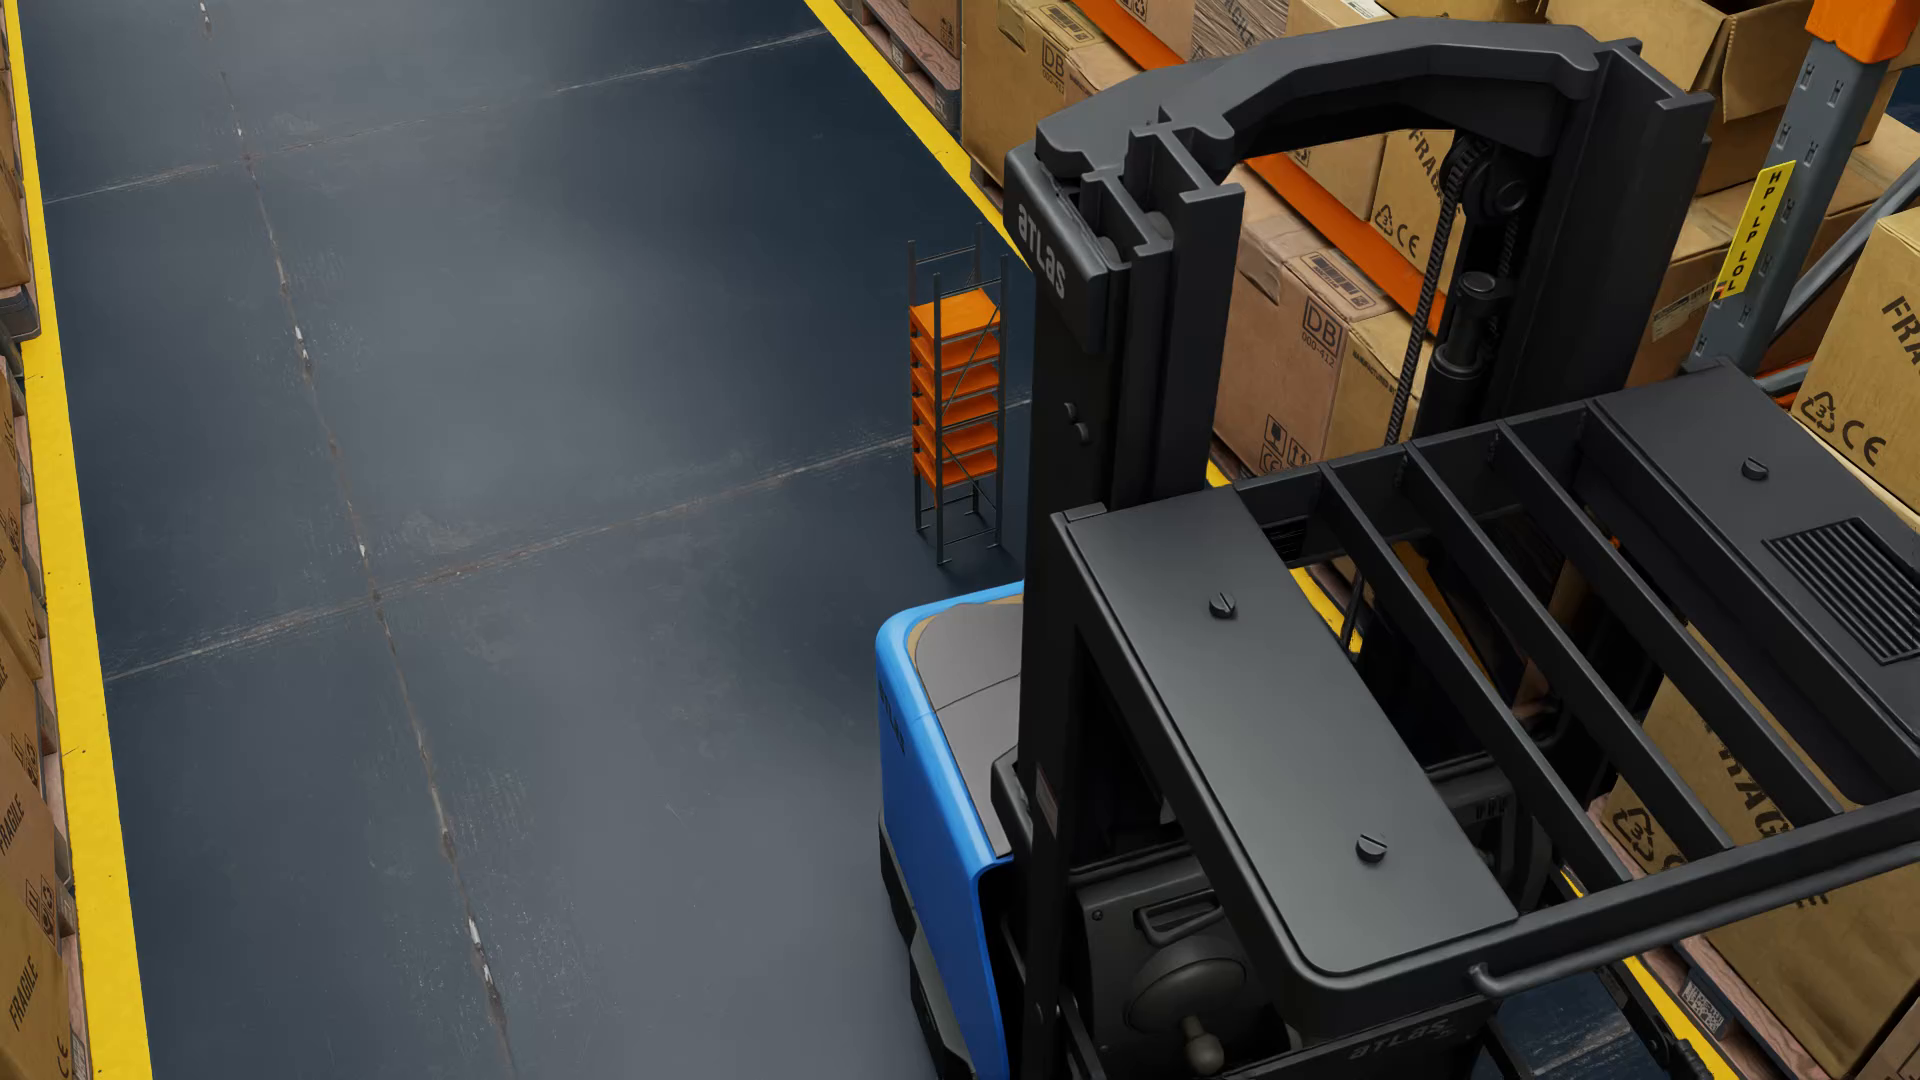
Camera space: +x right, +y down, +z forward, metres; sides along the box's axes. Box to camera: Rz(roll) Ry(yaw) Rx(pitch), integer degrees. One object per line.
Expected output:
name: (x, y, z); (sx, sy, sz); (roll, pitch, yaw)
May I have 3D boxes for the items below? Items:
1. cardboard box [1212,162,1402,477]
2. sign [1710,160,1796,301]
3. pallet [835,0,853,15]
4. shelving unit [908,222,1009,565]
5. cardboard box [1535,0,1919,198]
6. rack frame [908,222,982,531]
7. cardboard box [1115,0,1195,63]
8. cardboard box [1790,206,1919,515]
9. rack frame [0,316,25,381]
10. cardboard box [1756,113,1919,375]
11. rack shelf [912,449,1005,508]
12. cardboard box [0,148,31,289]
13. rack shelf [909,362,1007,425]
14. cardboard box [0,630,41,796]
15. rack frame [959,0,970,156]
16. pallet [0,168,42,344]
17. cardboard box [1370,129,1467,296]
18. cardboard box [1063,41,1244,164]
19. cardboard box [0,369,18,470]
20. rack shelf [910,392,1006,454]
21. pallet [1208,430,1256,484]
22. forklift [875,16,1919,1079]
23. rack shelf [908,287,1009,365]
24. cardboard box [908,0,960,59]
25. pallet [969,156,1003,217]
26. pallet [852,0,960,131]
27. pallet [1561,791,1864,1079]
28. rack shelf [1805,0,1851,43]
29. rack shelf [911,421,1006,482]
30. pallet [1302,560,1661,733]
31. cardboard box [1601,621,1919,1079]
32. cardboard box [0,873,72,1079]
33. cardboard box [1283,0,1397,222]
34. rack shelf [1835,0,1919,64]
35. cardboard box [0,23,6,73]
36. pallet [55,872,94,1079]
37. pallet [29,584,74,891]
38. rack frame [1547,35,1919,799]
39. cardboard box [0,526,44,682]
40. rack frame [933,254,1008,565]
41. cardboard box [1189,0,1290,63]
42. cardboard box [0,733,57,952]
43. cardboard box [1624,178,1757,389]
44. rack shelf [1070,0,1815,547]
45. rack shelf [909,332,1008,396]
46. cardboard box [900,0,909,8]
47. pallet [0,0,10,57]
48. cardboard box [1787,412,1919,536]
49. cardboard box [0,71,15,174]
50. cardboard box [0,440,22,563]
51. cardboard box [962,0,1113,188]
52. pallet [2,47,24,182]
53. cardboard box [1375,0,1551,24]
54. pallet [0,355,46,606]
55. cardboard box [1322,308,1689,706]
cardboard box: (1.495, -0.795, 5.633); (1.225, 0.875, 0.875); (-20, 48, -19)
sign: (1.670, -0.648, 3.503); (0.100, 0.325, 0.005); (-18, 47, -17)
pallet: (-0.360, -3.261, 8.905); (1.003, 0.211, 1.213); (-18, 47, -17)
shelving unit: (-0.006, -0.436, 5.338); (0.258, 1.200, 0.189); (-18, 47, -17)
cardboard box: (1.882, -1.228, 4.073); (0.797, 0.503, 0.637); (-19, 48, -18)
rack frame: (-0.045, -0.495, 5.397); (0.240, 1.200, 0.006); (-18, 47, -17)
cardboard box: (0.872, -1.971, 5.541); (0.500, 0.500, 0.500); (-19, 48, -18)
cardboard box: (2.128, -0.369, 3.349); (0.500, 0.500, 0.500); (-18, 47, -17)
rack frame: (-4.066, -1.579, 5.214); (1.000, 3.000, 0.127); (-18, 47, -17)
cardboard box: (2.192, -0.833, 4.387); (0.500, 0.500, 0.500); (-18, 47, -17)
rack shelf: (-0.006, -0.234, 5.538); (0.258, 0.103, 0.180); (-18, 47, -17)
cardboard box: (-4.240, -1.342, 6.277); (1.050, 0.750, 0.750); (-19, 48, -18)
rack shelf: (-0.006, -0.490, 5.285); (0.258, 0.103, 0.180); (-18, 47, -17)
cardboard box: (-2.911, 0.495, 4.594); (0.500, 0.500, 0.500); (-17, 47, -17)
rack frame: (0.477, -2.979, 6.634); (1.000, 3.000, 0.127); (-18, 47, -17)
pallet: (-4.329, -1.111, 6.726); (1.003, 0.211, 1.213); (-18, 47, -17)
cardboard box: (1.512, -1.001, 4.557); (0.500, 0.500, 0.500); (-17, 47, -16)
cardboard box: (1.116, -1.356, 6.203); (1.225, 0.875, 0.875); (-18, 47, -17)
cardboard box: (-3.552, -0.496, 5.598); (0.500, 0.500, 0.500); (-18, 47, -18)
rack shelf: (-0.006, -0.405, 5.369); (0.258, 0.103, 0.180); (-18, 47, -17)
pallet: (1.249, -0.686, 6.295); (1.003, 0.211, 1.213); (-18, 47, -17)
forklift: (0.731, 0.778, 2.875); (1.130, 2.935, 3.031); (-13, 46, -13)
rack shelf: (-0.006, -0.661, 5.116); (0.258, 0.103, 0.180); (-18, 47, -17)
cardboard box: (0.177, -2.667, 7.784); (0.700, 0.500, 0.500); (-20, 48, -19)
pallet: (0.740, -1.462, 7.081); (1.003, 0.211, 1.213); (-18, 47, -17)
pallet: (0.149, -2.485, 8.118); (1.003, 0.211, 1.213); (-18, 47, -17)
pallet: (2.407, 1.070, 4.515); (1.003, 0.211, 1.213); (-18, 47, -17)
rack shelf: (1.318, -2.516, 4.541); (1.077, 0.370, 4.000); (-18, 47, -17)
rack shelf: (-0.006, -0.319, 5.453); (0.258, 0.103, 0.180); (-18, 47, -17)
pallet: (1.766, 0.093, 5.506); (1.003, 0.211, 1.213); (-18, 47, -17)
cardboard box: (2.363, 0.621, 4.199); (0.875, 0.875, 0.875); (-18, 47, -17)
cardboard box: (-2.454, 1.161, 3.918); (0.500, 0.500, 0.500); (-16, 47, -16)
cardboard box: (1.286, -1.331, 4.893); (0.500, 0.500, 0.500); (-19, 48, -18)
rack shelf: (2.999, 0.033, 1.958); (1.077, 0.370, 4.000); (-18, 47, -17)
cardboard box: (-5.003, -2.492, 7.442); (1.050, 0.750, 0.750); (-18, 47, -17)
pallet: (-2.713, 1.467, 4.113); (1.003, 0.211, 1.213); (-18, 47, -17)
pallet: (-3.230, 0.688, 4.902); (1.003, 0.211, 1.213); (-18, 47, -17)
rack frame: (2.159, -0.430, 4.050); (1.000, 3.000, 0.127); (-18, 47, -17)
cardboard box: (-3.100, 0.168, 4.925); (0.500, 0.500, 0.500); (-20, 48, -19)
rack frame: (0.032, -0.378, 5.279); (0.240, 1.200, 0.006); (-18, 47, -17)
cardboard box: (1.080, -1.652, 5.218); (0.500, 0.500, 0.500); (-18, 47, -17)
cardboard box: (-2.678, 0.825, 4.259); (0.500, 0.500, 0.500); (-16, 47, -16)
cardboard box: (1.714, -0.683, 4.236); (0.500, 0.500, 0.500); (-18, 47, -17)
rack shelf: (1.318, -1.449, 5.595); (1.077, 0.370, 4.000); (-18, 47, -17)
rack shelf: (-0.006, -0.576, 5.201); (0.258, 0.103, 0.180); (-18, 47, -17)
cardboard box: (-0.068, -3.017, 8.138); (0.700, 0.500, 0.500); (-22, 49, -21)
pallet: (-5.355, -2.666, 8.301); (1.003, 0.211, 1.213); (-18, 47, -17)
cardboard box: (2.118, -0.106, 3.617); (0.500, 0.250, 0.500); (-19, 48, -18)
cardboard box: (-4.611, -1.898, 6.841); (1.050, 0.750, 0.750); (-17, 47, -17)
cardboard box: (-3.337, -0.164, 5.262); (0.500, 0.500, 0.500); (-16, 47, -16)
cardboard box: (0.748, -1.927, 6.781); (1.225, 0.875, 0.875); (-20, 48, -19)
pallet: (-4.838, -1.887, 7.512); (1.003, 0.211, 1.213); (-18, 47, -17)
cardboard box: (1.604, -1.668, 4.520); (0.797, 0.503, 0.637); (-18, 47, -17)
pallet: (-3.739, -0.088, 5.689); (1.003, 0.211, 1.213); (-18, 47, -17)
cardboard box: (1.871, -0.225, 5.056); (1.225, 0.875, 0.875); (-18, 47, -17)
